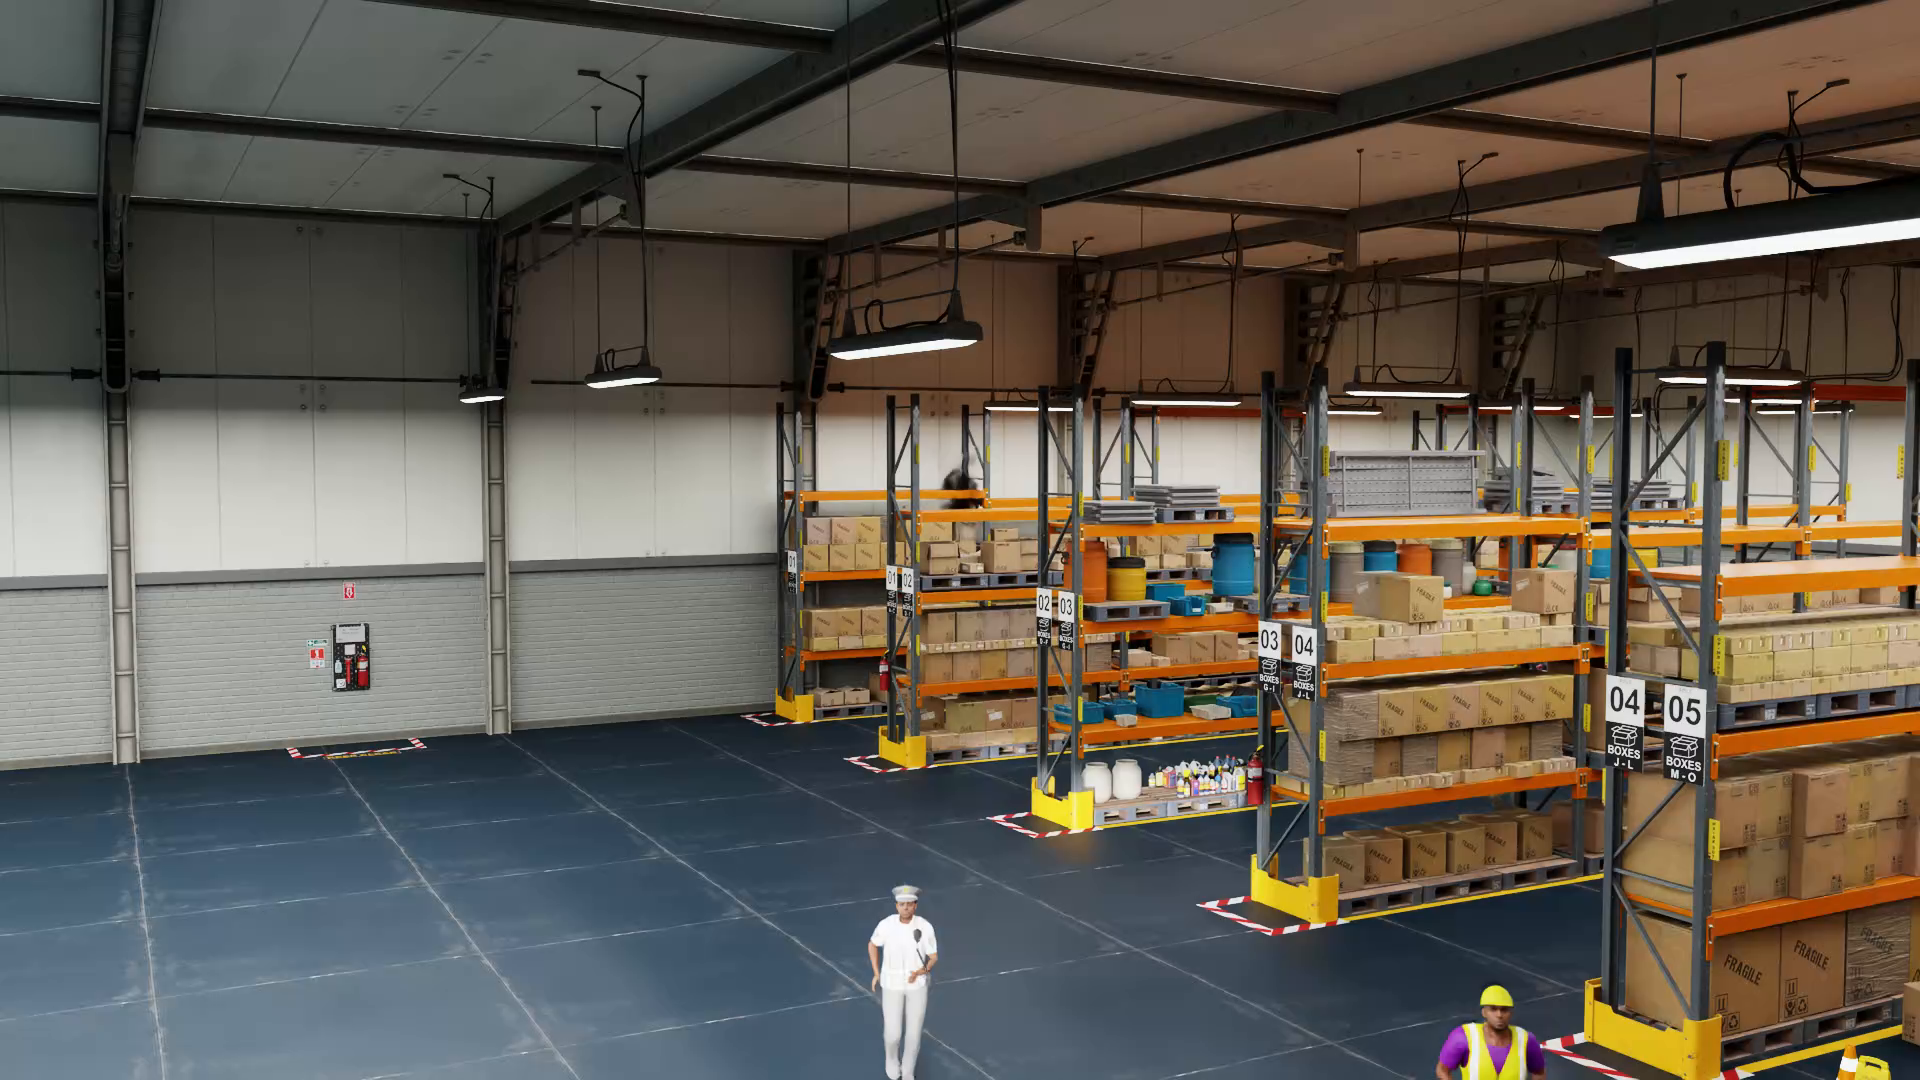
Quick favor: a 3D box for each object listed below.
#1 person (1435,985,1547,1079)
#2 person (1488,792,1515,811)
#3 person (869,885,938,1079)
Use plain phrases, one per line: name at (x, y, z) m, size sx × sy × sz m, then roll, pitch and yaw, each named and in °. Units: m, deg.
person at (3.415, 3.701, 10.685) m, size 0.697 × 1.736 × 0.721 m, roll 1°, pitch 3°, yaw 11°
person at (7.260, 3.070, 22.030) m, size 0.639 × 1.674 × 0.587 m, roll -2°, pitch 4°, yaw -38°
person at (-0.451, 3.575, 13.263) m, size 0.560 × 1.659 × 0.576 m, roll 0°, pitch 3°, yaw -2°
